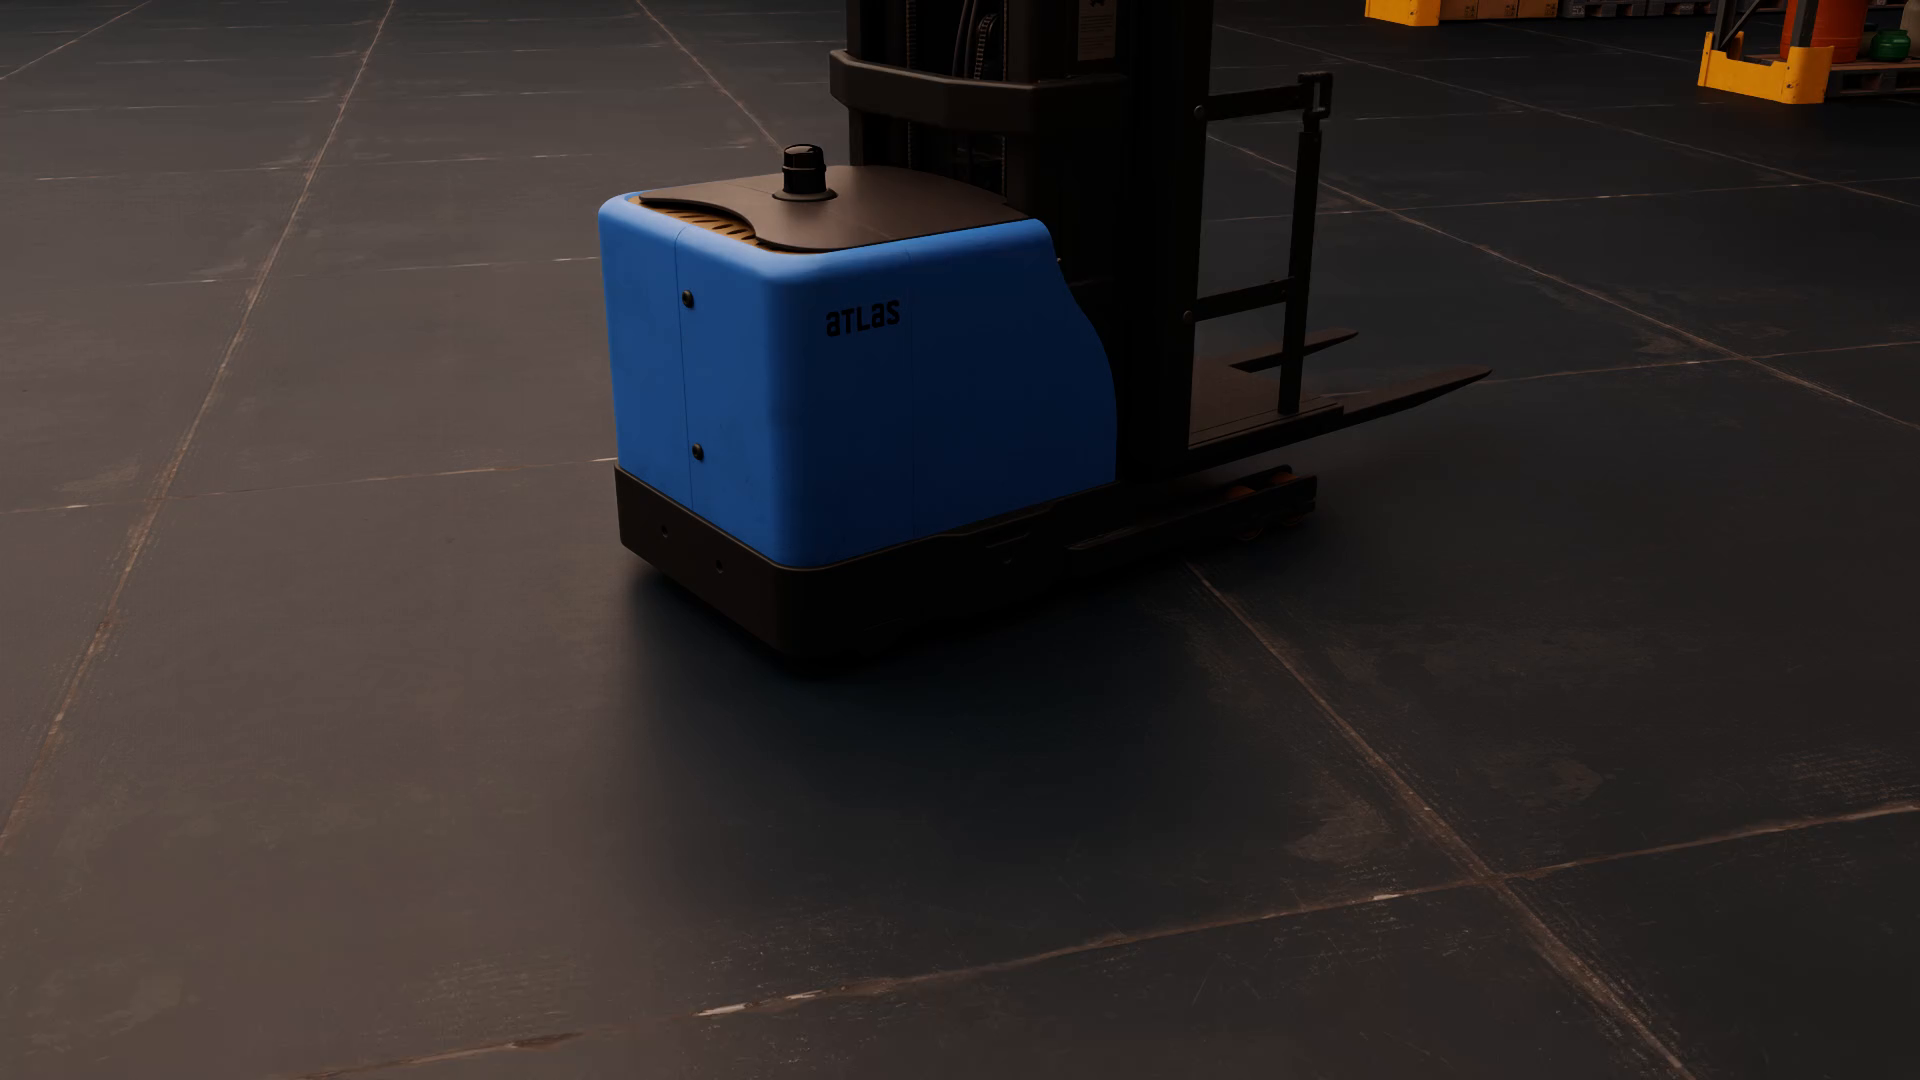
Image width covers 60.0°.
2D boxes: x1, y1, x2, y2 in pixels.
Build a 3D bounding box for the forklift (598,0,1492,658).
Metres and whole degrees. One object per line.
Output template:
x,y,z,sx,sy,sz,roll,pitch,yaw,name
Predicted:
0.484,-1.493,4.818,3.031,2.935,1.130,-17,28,-34,forklift
